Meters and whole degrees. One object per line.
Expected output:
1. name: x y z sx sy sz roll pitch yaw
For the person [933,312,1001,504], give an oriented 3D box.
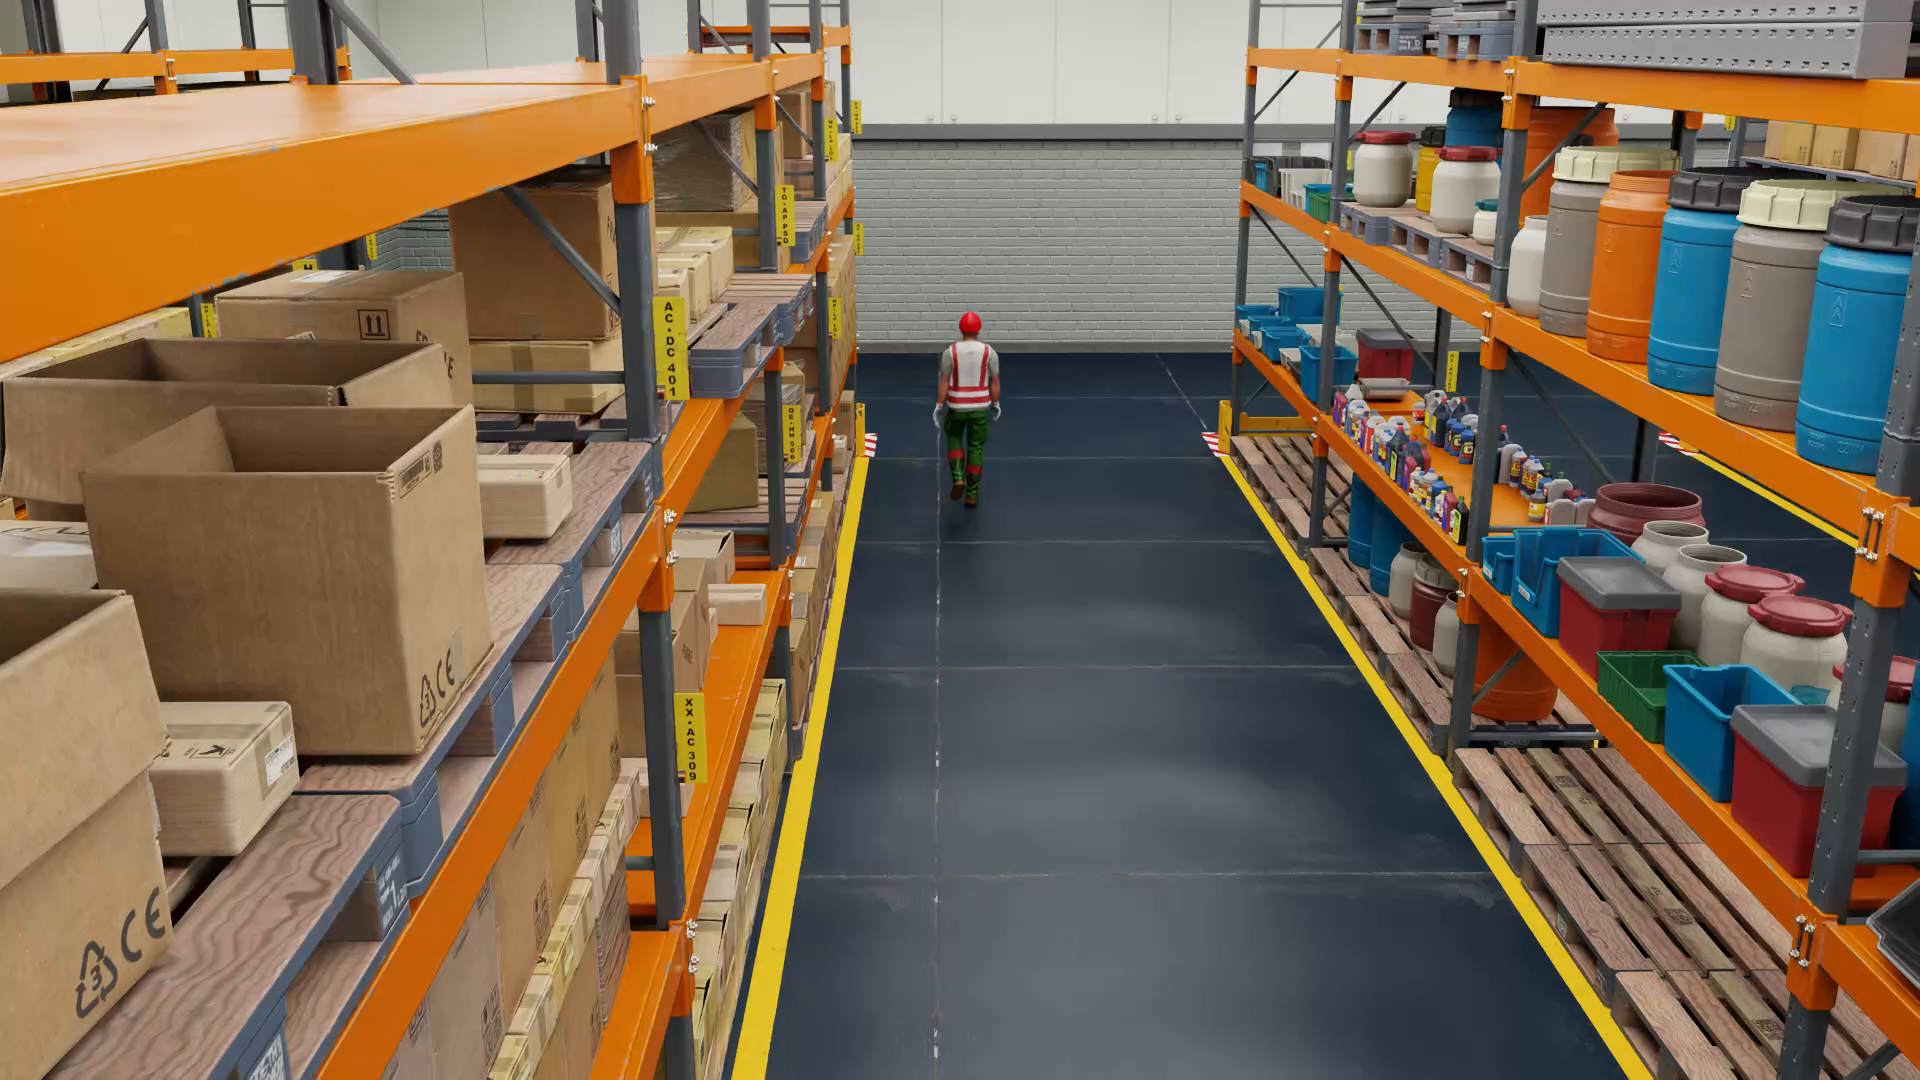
1. person: 0.065 -1.233 15.497 0.630 1.810 0.491 0 17 1
